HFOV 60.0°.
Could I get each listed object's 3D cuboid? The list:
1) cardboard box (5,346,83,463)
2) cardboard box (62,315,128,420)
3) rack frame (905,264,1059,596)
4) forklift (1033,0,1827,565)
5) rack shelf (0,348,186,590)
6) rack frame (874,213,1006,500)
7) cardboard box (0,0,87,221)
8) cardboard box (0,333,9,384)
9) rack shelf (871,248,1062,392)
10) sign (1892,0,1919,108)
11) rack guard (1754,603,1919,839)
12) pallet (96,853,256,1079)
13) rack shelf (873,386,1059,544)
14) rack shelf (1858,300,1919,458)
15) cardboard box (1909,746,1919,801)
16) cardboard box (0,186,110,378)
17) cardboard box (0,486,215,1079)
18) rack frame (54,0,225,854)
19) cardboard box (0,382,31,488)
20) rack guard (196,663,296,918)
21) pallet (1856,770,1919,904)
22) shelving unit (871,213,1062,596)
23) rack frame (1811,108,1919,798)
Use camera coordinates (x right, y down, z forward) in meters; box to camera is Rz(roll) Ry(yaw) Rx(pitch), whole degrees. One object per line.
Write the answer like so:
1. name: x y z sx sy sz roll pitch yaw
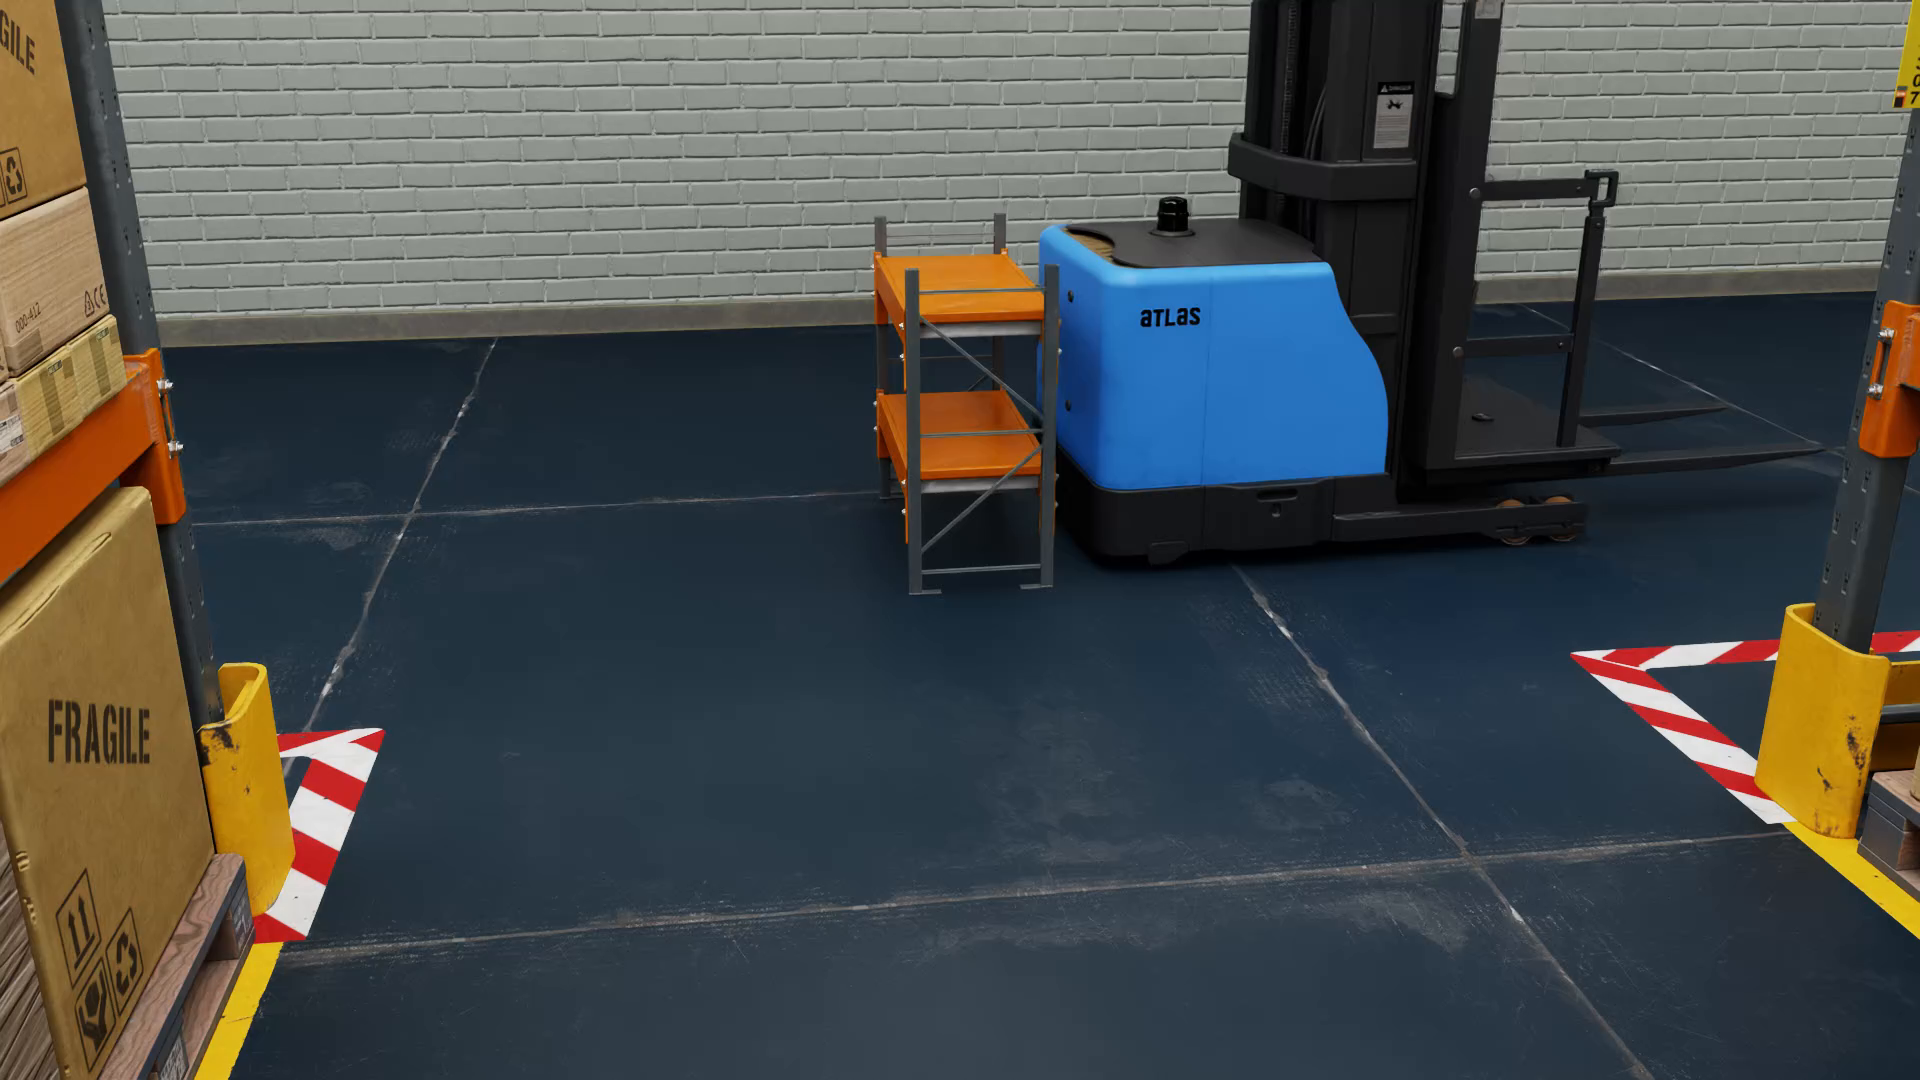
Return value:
1. cardboard box: -1.791 -0.233 2.913 0.380 0.149 0.250 -3 21 -7
2. cardboard box: -1.830 -0.323 3.154 0.380 0.149 0.250 -3 21 -7
3. rack frame: 0.072 -0.353 5.554 0.500 1.125 0.032 -3 21 -8
4. forklift: 1.862 -1.529 6.120 3.031 2.935 1.130 -4 21 -11
5. rack shelf: -1.919 0.482 1.667 1.077 0.370 4.000 -3 21 -8
6. rack frame: -0.074 -0.705 6.497 0.500 1.125 0.032 -3 21 -8
7. cardboard box: -1.877 -0.813 2.822 0.500 0.500 0.500 -3 21 -7
8. cardboard box: -1.802 -0.287 2.486 0.500 0.250 0.500 -3 21 -9
9. rack shelf: -0.001 -0.803 5.923 0.538 0.278 1.000 -3 21 -8
10. sign: 2.179 -1.141 3.746 0.100 0.325 0.005 -3 21 -8
11. rack guard: 2.727 0.435 4.338 1.175 0.500 0.348 -3 21 -8
12. pallet: -2.014 1.032 3.152 1.003 0.211 1.213 -3 21 -8
13. rack shelf: -0.001 -0.300 6.111 0.538 0.278 1.000 -3 21 -8
14. rack shelf: 3.004 0.267 2.243 1.077 0.370 4.000 -3 21 -8
15. cardboard box: 2.474 0.574 3.868 0.380 0.149 0.250 -2 21 -7
16. cardboard box: -1.875 -0.462 2.956 0.500 0.250 0.500 -3 21 -9
17. cardboard box: -2.036 0.469 3.111 0.875 0.875 0.875 -3 21 -8
18. rack frame: -2.207 -0.548 3.395 1.000 3.000 0.127 -3 21 -8
19. cardboard box: -1.756 -0.146 2.679 0.380 0.149 0.250 -3 21 -8
20. rack guard: -2.211 0.615 3.855 1.175 0.500 0.348 -3 21 -8
21. pallet: 2.809 0.853 3.631 1.003 0.211 1.213 -3 21 -8
22. shelving unit: -0.001 -0.529 6.026 0.538 1.125 1.048 -3 21 -8
23. rack frame: 2.716 -0.763 3.971 1.000 3.000 0.127 -3 21 -8
